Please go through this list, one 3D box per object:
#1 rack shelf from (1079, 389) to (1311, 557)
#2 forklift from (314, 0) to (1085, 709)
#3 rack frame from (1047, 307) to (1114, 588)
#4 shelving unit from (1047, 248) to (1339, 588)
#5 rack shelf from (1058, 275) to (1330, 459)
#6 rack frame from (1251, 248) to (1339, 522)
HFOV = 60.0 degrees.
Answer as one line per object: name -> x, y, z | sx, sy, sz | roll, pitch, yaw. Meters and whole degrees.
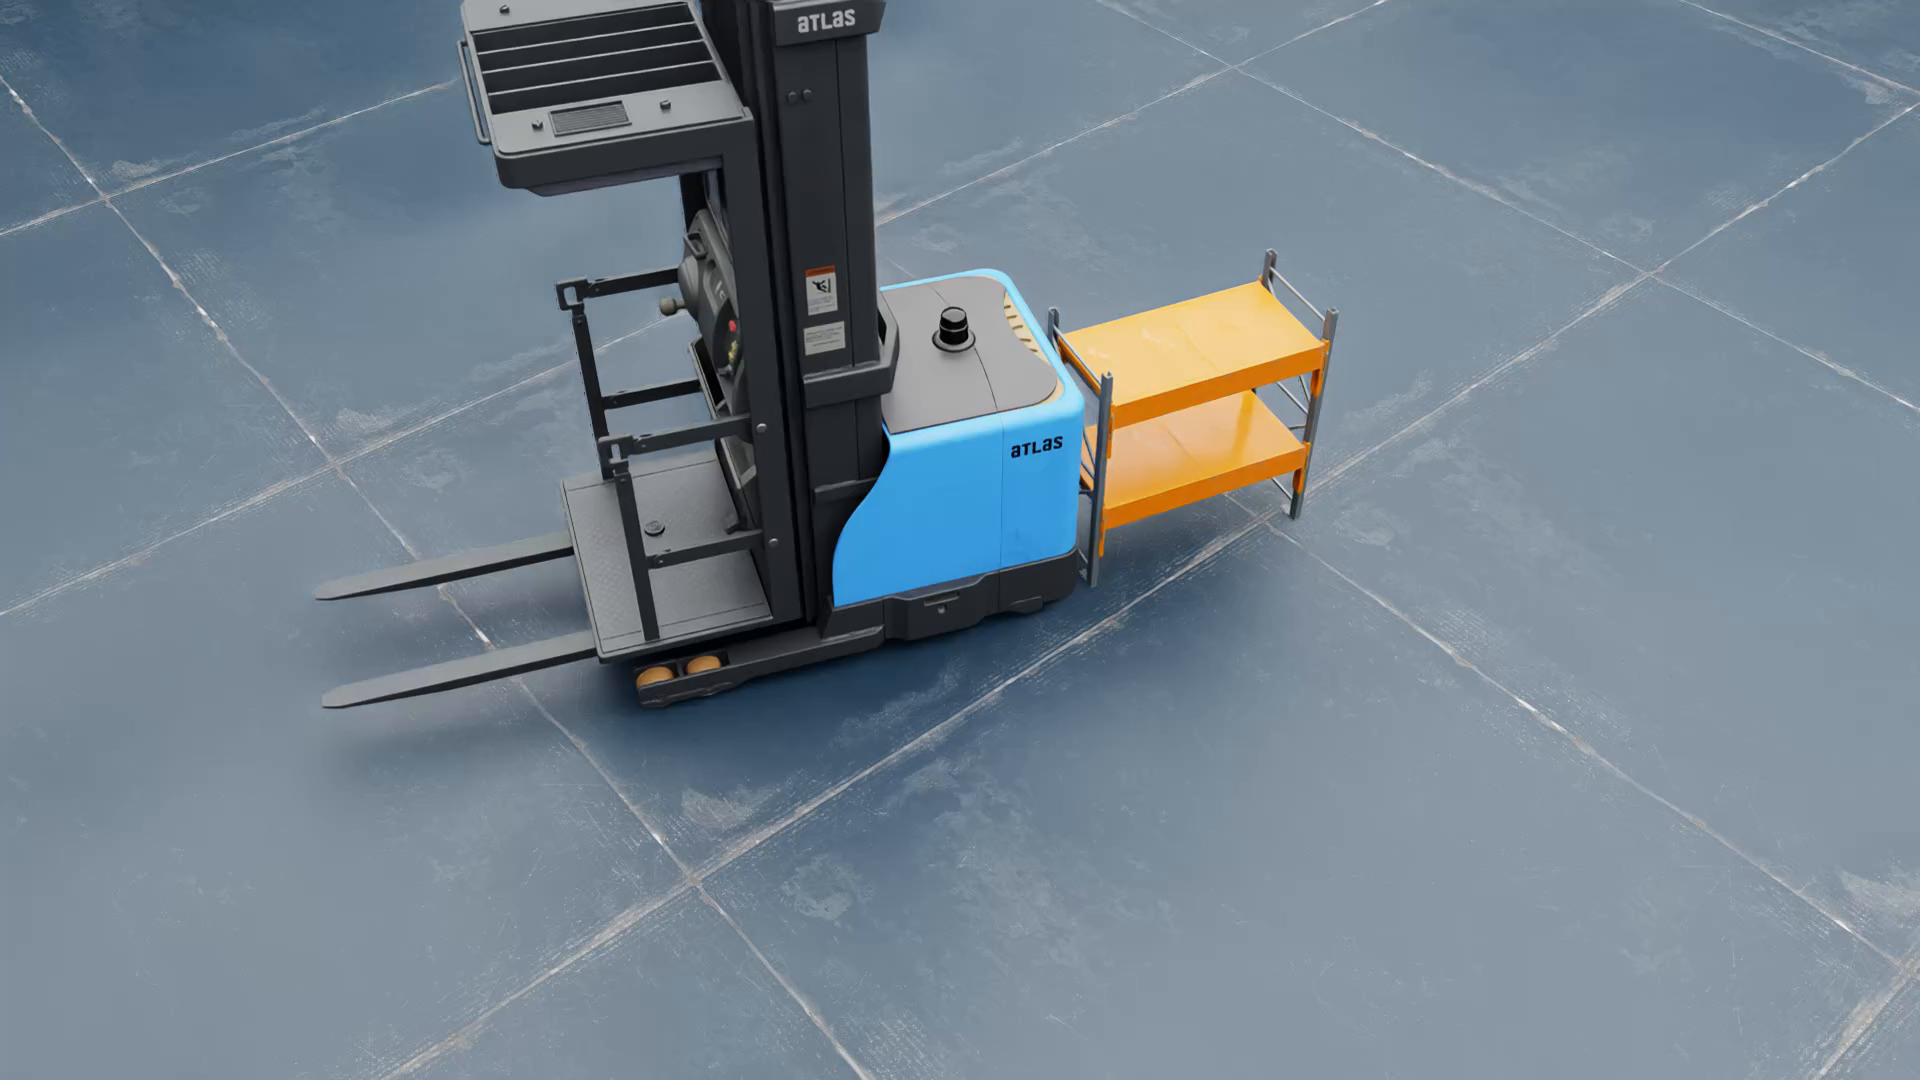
rack shelf -> 0.932, -0.329, 7.190 | 1.000, 0.278, 0.538 | -17, 46, -17
forklift -> -1.084, -0.812, 6.027 | 3.031, 2.935, 1.130 | -13, 45, -13
rack frame -> 0.469, -0.364, 6.870 | 0.032, 1.125, 0.500 | -17, 46, -17
shelving unit -> 0.932, -0.508, 7.023 | 1.048, 1.125, 0.538 | -17, 46, -17
rack shelf -> 0.932, -0.721, 6.822 | 1.000, 0.278, 0.538 | -17, 46, -17
rack frame -> 1.395, -0.651, 7.175 | 0.032, 1.125, 0.500 | -17, 46, -17
